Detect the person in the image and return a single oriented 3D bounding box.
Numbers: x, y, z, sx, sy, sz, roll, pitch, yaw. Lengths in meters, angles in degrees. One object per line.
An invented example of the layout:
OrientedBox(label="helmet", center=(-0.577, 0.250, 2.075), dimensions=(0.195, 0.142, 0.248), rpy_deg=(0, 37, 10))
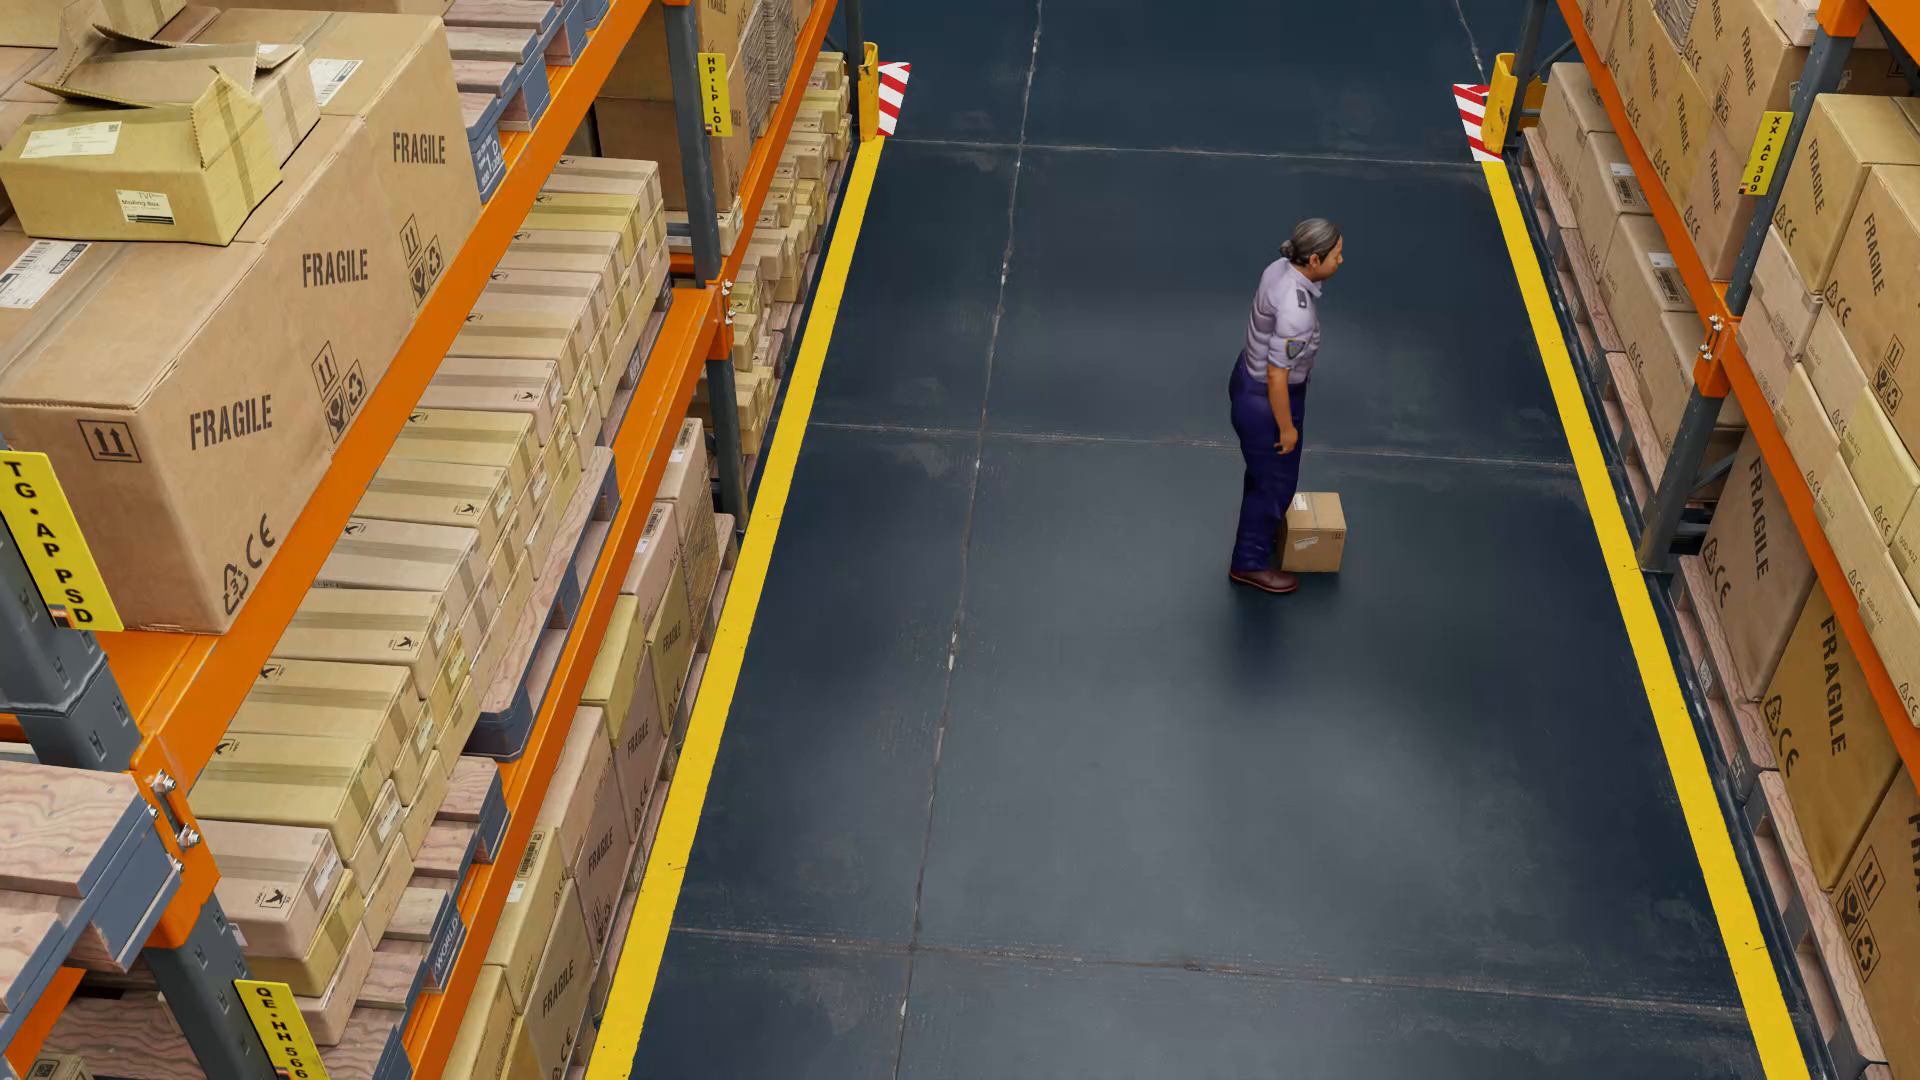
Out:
OrientedBox(label="person", center=(1.319, -0.572, 6.837), dimensions=(0.414, 1.651, 0.545), rpy_deg=(3, 40, 3))
